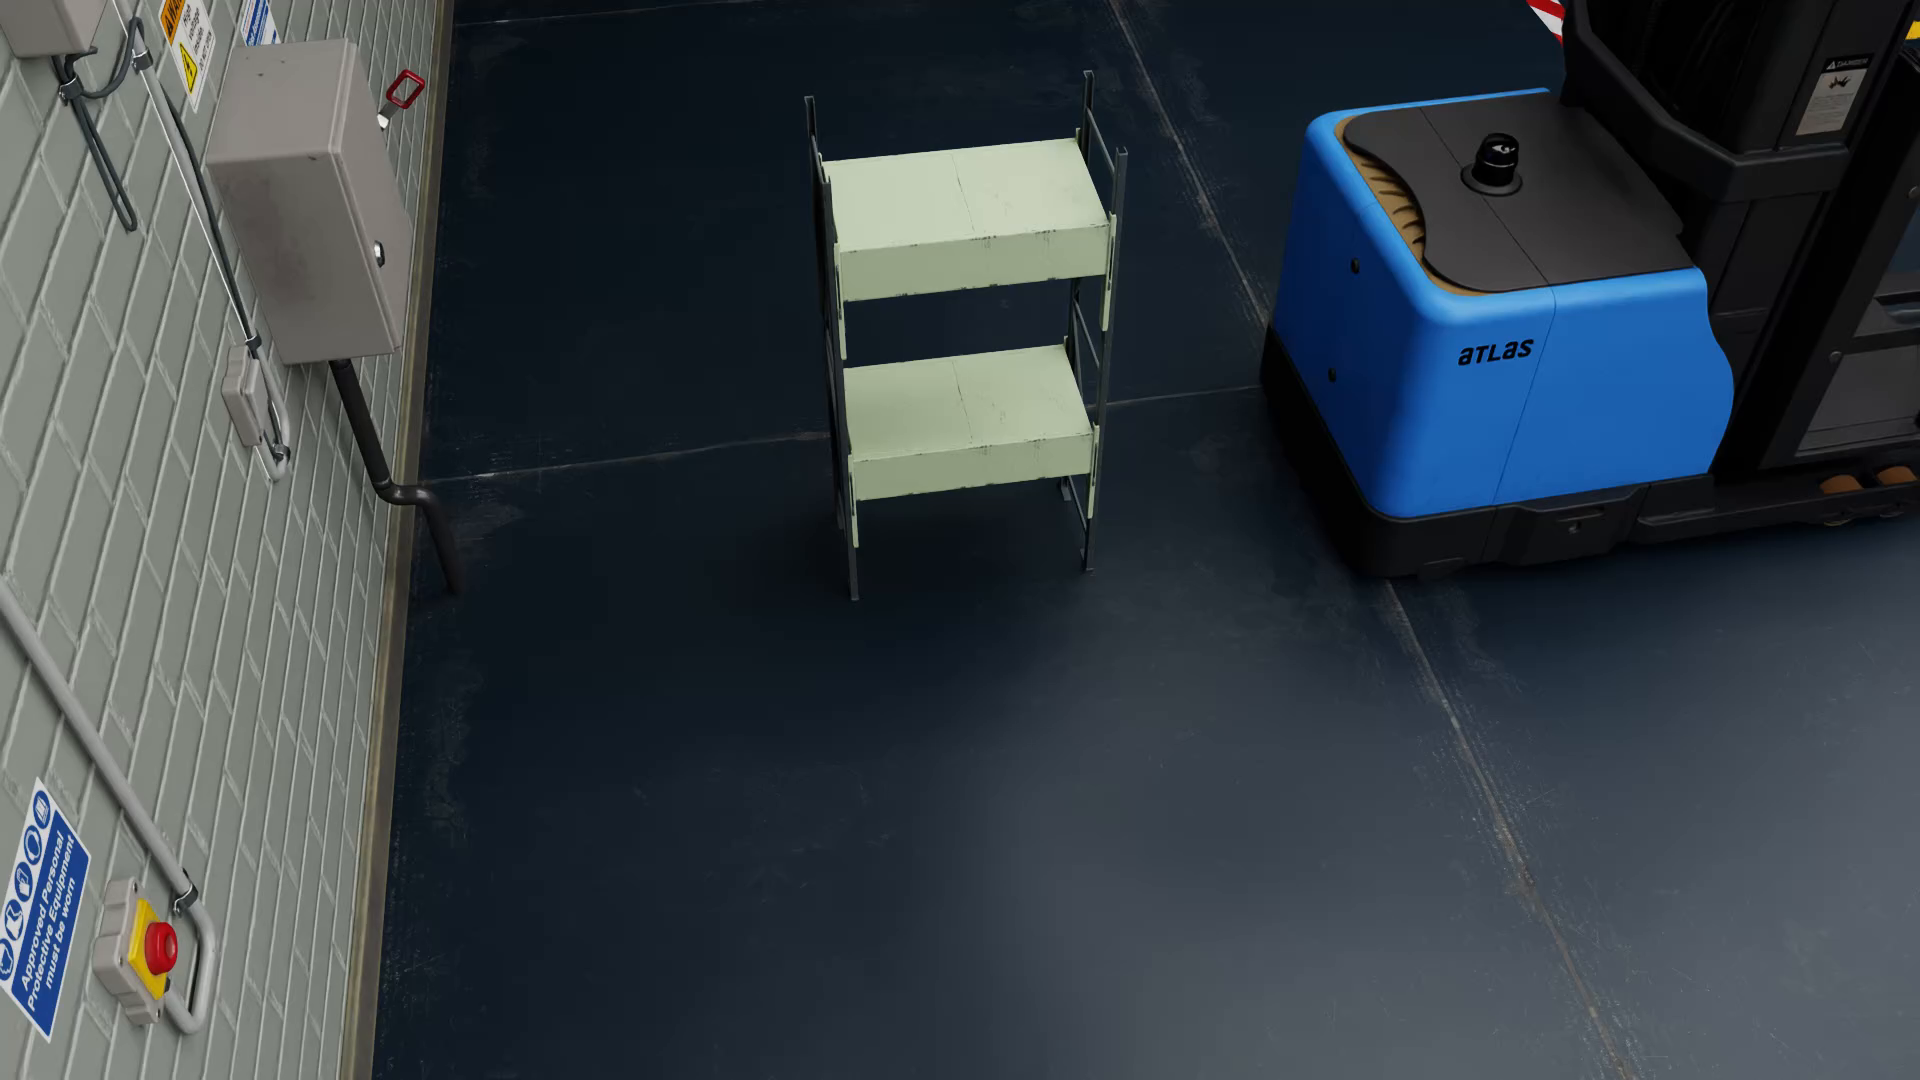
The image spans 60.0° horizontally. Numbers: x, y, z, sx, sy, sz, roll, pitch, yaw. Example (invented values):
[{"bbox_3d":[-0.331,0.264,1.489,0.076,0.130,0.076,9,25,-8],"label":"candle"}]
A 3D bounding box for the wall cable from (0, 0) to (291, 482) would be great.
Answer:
[{"bbox_3d":[-1.555,-0.762,3.195,0.122,1.984,0.588,-7,46,-7],"label":"wall cable"}]

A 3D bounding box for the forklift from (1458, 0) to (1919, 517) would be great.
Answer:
[{"bbox_3d":[2.641,-1.399,4.624,2.937,2.843,1.107,-8,47,-8],"label":"forklift"}]

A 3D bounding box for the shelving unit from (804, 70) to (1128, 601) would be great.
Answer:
[{"bbox_3d":[0.007,-0.521,4.711,0.755,1.500,0.400,-7,46,-7],"label":"shelving unit"}]

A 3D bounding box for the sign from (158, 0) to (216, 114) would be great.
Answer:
[{"bbox_3d":[-1.711,-1.135,3.687,0.001,0.242,0.339,-7,46,-7],"label":"sign"}]

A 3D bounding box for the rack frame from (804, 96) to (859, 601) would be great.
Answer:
[{"bbox_3d":[-0.354,-0.476,4.667,0.023,1.500,0.400,-7,46,-7],"label":"rack frame"}]

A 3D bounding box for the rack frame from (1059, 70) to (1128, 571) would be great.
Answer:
[{"bbox_3d":[0.367,-0.566,4.754,0.023,1.500,0.400,-7,46,-7],"label":"rack frame"}]

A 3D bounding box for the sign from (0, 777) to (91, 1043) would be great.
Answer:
[{"bbox_3d":[-1.354,0.544,2.455,0.001,0.218,0.327,-7,46,-7],"label":"sign"}]

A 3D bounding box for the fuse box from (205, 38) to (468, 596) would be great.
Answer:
[{"bbox_3d":[-1.516,-0.466,4.510,0.414,1.711,0.539,-7,46,-7],"label":"fuse box"}]

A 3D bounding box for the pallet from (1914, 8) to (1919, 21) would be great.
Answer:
[{"bbox_3d":[4.261,-2.775,7.777,1.213,0.211,1.003,-7,46,-7],"label":"pallet"}]

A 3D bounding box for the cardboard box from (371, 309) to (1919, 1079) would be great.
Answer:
[{"bbox_3d":[5.311,0.540,3.654,13.522,1.550,6.103,-8,47,-7],"label":"cardboard box"}]
